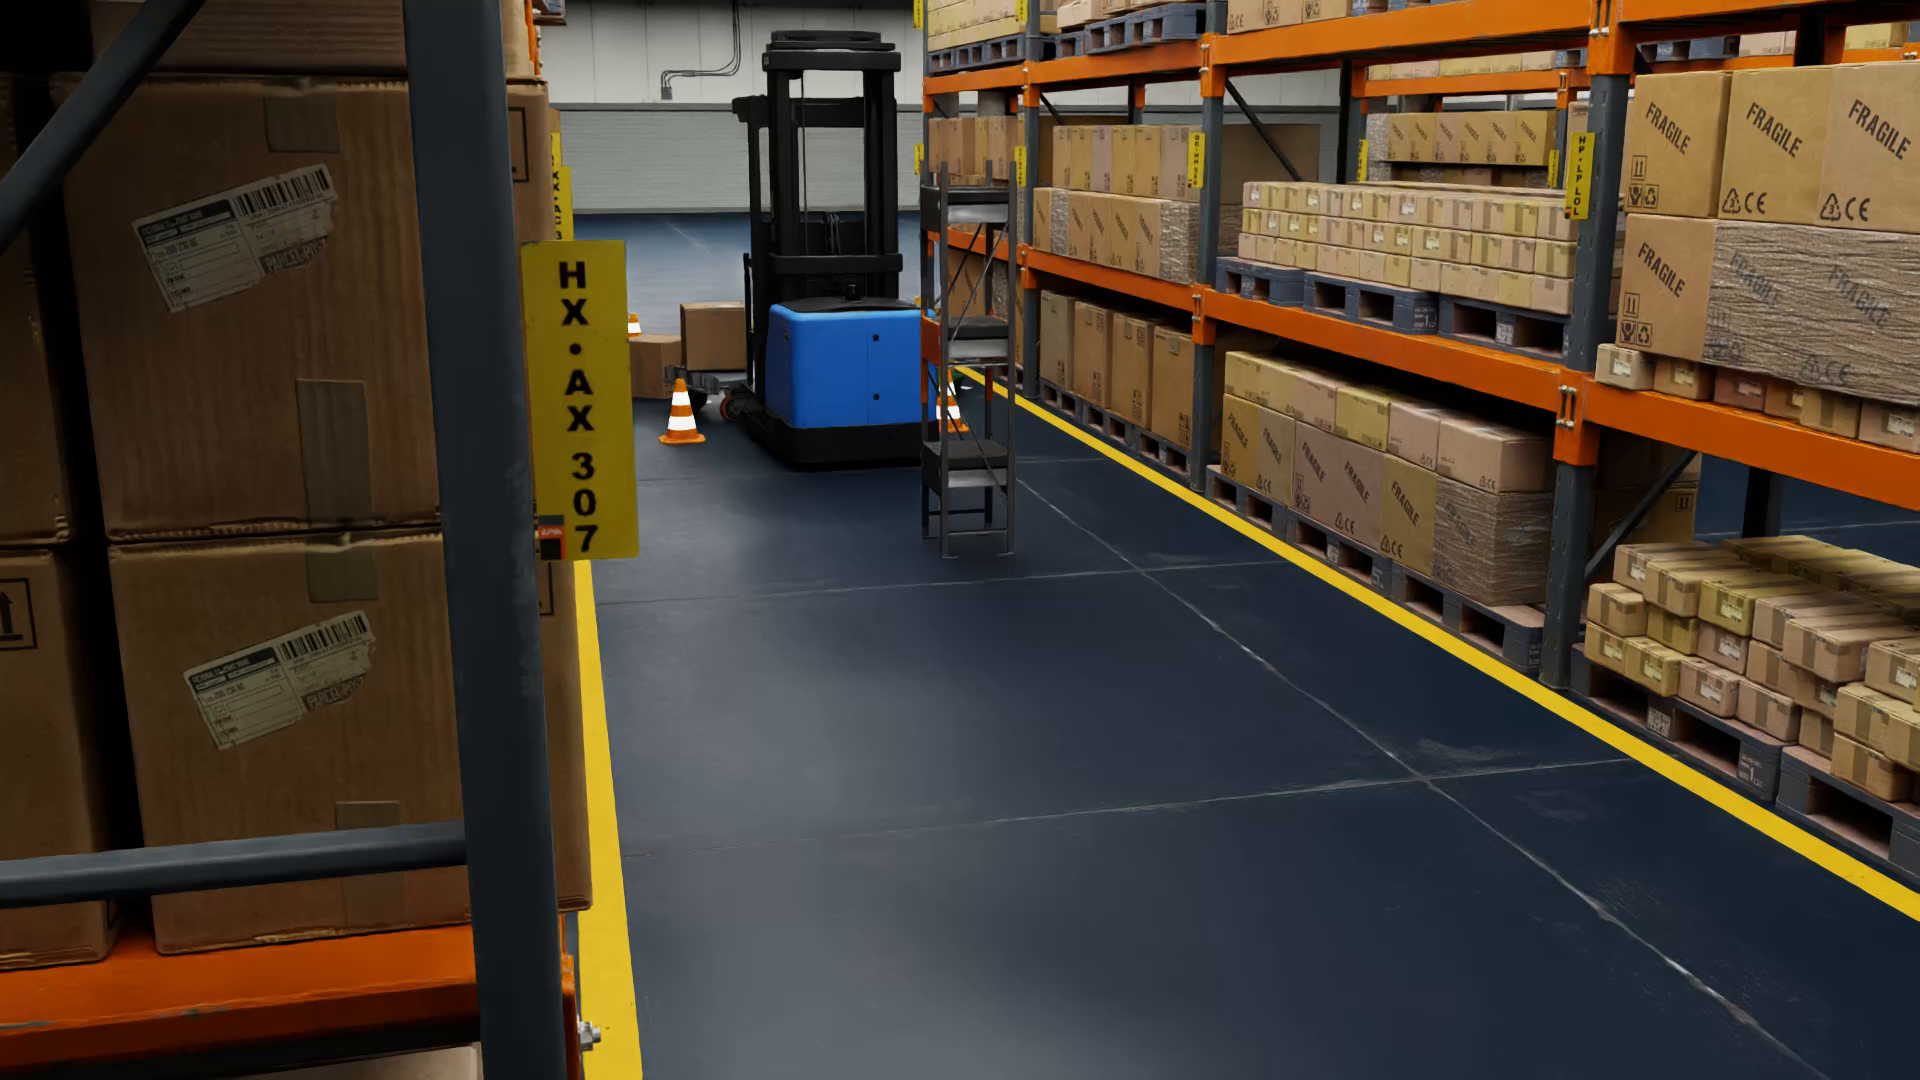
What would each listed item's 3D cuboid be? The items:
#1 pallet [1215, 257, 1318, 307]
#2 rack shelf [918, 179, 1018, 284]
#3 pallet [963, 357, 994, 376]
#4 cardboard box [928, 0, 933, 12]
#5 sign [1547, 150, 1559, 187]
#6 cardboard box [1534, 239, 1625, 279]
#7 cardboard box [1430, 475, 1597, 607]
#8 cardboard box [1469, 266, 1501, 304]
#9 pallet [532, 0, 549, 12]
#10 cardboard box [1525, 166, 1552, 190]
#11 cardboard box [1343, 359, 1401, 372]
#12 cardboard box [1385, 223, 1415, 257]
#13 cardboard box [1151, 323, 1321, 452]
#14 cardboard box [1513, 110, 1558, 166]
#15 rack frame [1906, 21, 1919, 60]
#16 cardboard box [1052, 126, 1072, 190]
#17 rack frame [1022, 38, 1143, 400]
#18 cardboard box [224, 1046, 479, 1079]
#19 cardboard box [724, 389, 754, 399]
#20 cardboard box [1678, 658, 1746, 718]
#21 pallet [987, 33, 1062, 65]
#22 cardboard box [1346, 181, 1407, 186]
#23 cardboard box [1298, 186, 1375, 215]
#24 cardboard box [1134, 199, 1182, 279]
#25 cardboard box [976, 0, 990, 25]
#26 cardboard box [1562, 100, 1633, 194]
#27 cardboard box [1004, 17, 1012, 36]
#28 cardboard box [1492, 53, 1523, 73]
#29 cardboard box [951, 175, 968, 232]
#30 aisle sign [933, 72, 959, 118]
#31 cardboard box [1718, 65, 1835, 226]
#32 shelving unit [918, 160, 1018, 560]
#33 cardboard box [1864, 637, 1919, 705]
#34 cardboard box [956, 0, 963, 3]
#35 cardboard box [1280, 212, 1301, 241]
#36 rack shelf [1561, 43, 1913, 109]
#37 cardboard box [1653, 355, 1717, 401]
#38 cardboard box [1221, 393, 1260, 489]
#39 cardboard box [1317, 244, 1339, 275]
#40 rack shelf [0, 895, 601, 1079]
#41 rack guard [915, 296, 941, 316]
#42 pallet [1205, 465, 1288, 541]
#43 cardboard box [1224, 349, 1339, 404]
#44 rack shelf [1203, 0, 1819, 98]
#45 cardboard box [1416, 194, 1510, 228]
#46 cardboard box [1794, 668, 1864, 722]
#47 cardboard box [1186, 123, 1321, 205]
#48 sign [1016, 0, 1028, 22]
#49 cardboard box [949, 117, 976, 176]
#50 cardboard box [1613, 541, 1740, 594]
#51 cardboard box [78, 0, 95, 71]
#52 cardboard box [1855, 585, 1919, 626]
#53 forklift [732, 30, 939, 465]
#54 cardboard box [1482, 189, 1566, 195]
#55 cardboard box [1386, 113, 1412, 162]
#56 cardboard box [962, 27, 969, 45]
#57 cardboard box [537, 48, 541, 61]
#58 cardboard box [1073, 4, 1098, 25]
[{"bbox_3d":[2.256,-1.543,9.825,1.213,0.211,1.003,-3,14,-13],"label":"pallet"},{"bbox_3d":[0.039,-1.649,8.859,0.431,0.518,0.480,-3,14,-13],"label":"rack shelf"},{"bbox_3d":[0.653,-1.824,16.449,1.003,0.211,1.213,-3,14,-13],"label":"pallet"},{"bbox_3d":[-0.124,-5.520,17.135,0.380,0.149,0.250,-3,14,-13],"label":"cardboard box"},{"bbox_3d":[5.365,-3.359,15.031,0.100,0.325,0.005,-3,14,-13],"label":"sign"},{"bbox_3d":[2.640,-1.179,6.950,0.380,0.149,0.250,-3,14,-11],"label":"cardboard box"},{"bbox_3d":[2.506,-0.018,7.562,0.500,0.500,0.500,-4,14,-14],"label":"cardboard box"},{"bbox_3d":[2.521,-1.152,7.465,0.380,0.149,0.250,-3,14,-13],"label":"cardboard box"},{"bbox_3d":[-2.334,-2.457,7.242,1.003,0.211,1.213,-3,14,-11],"label":"pallet"},{"bbox_3d":[5.845,-3.271,15.656,0.875,0.500,0.500,-3,14,-13],"label":"cardboard box"},{"bbox_3d":[2.530,-0.889,9.549,0.500,0.250,0.500,-3,14,-12],"label":"cardboard box"},{"bbox_3d":[2.326,-1.483,8.193,0.380,0.149,0.250,-3,14,-13],"label":"cardboard box"},{"bbox_3d":[1.930,-1.051,11.264,1.050,0.750,0.750,-3,14,-14],"label":"cardboard box"},{"bbox_3d":[5.518,-3.738,15.461,0.500,0.500,0.500,-3,14,-13],"label":"cardboard box"},{"bbox_3d":[6.830,-2.047,11.487,1.000,3.000,0.127,-3,14,-13],"label":"rack frame"},{"bbox_3d":[1.168,-3.137,13.630,0.700,0.500,0.500,-4,14,-14],"label":"cardboard box"},{"bbox_3d":[1.046,-2.717,14.228,1.000,3.000,0.127,-3,14,-13],"label":"rack frame"},{"bbox_3d":[-1.176,1.244,2.527,0.875,0.438,0.875,-4,14,-15],"label":"cardboard box"},{"bbox_3d":[-1.847,-1.397,14.587,0.396,0.266,0.258,10,17,35],"label":"cardboard box"},{"bbox_3d":[2.870,0.527,6.071,0.380,0.149,0.250,-3,14,-13],"label":"cardboard box"},{"bbox_3d":[0.864,-4.320,14.658,1.003,0.211,1.213,-3,14,-13],"label":"pallet"},{"bbox_3d":[2.546,-2.078,10.002,0.380,0.149,0.250,-4,14,-15],"label":"cardboard box"},{"bbox_3d":[2.086,-1.868,9.144,0.380,0.149,0.250,-4,14,-16],"label":"cardboard box"},{"bbox_3d":[1.503,-2.047,11.275,0.500,0.500,0.500,-3,14,-13],"label":"cardboard box"},{"bbox_3d":[0.447,-4.830,15.149,0.500,0.250,0.500,-3,14,-14],"label":"cardboard box"},{"bbox_3d":[5.942,-3.275,14.361,1.000,1.000,1.000,-3,14,-13],"label":"cardboard box"},{"bbox_3d":[0.590,-4.429,14.349,0.380,0.149,0.250,-3,14,-12],"label":"cardboard box"},{"bbox_3d":[5.418,-4.566,15.793,0.500,0.250,0.500,-3,14,-12],"label":"cardboard box"},{"bbox_3d":[0.398,-3.368,16.576,0.875,0.550,0.550,-3,14,-13],"label":"cardboard box"},{"bbox_3d":[-0.202,-4.902,17.695,0.394,0.787,0.004,-3,14,-13],"label":"aisle sign"},{"bbox_3d":[2.931,-1.314,5.541,0.500,0.500,0.500,-4,14,-15],"label":"cardboard box"},{"bbox_3d":[0.039,-0.982,9.022,0.431,2.100,0.503,-3,14,-13],"label":"shelving unit"},{"bbox_3d":[3.127,0.414,5.280,0.380,0.149,0.250,-4,14,-16],"label":"cardboard box"},{"bbox_3d":[0.173,-5.227,15.934,0.380,0.149,0.250,-3,14,-14],"label":"cardboard box"},{"bbox_3d":[2.035,-1.774,9.387,0.380,0.149,0.250,-4,14,-15],"label":"cardboard box"},{"bbox_3d":[6.361,-3.617,13.105,1.077,0.370,4.000,-3,14,-13],"label":"rack shelf"},{"bbox_3d":[2.806,-0.610,6.135,0.380,0.149,0.250,-3,14,-12],"label":"cardboard box"},{"bbox_3d":[1.904,-0.607,9.972,0.500,0.500,0.500,-4,14,-16],"label":"cardboard box"},{"bbox_3d":[2.151,-1.514,8.949,0.380,0.149,0.250,-3,14,-11],"label":"cardboard box"},{"bbox_3d":[-1.393,0.239,3.646,1.077,0.370,4.000,-3,14,-13],"label":"rack shelf"},{"bbox_3d":[0.101,-2.431,18.325,1.175,0.500,0.348,-3,14,-13],"label":"rack guard"},{"bbox_3d":[2.168,-0.259,10.044,1.003,0.211,1.213,-3,14,-13],"label":"pallet"},{"bbox_3d":[1.912,-0.976,9.903,0.500,0.250,0.500,-4,14,-16],"label":"cardboard box"},{"bbox_3d":[2.455,-2.441,8.292,1.077,0.370,4.000,-3,14,-13],"label":"rack shelf"},{"bbox_3d":[2.402,-1.563,7.897,0.380,0.149,0.250,-4,14,-15],"label":"cardboard box"},{"bbox_3d":[3.040,0.501,5.551,0.380,0.149,0.250,-3,14,-11],"label":"cardboard box"},{"bbox_3d":[1.890,-2.433,10.747,0.700,0.500,0.500,-3,14,-13],"label":"cardboard box"},{"bbox_3d":[0.507,-4.433,13.673,0.100,0.325,0.005,-3,14,-13],"label":"sign"},{"bbox_3d":[0.374,-3.891,16.442,0.875,0.550,0.550,-3,14,-13],"label":"cardboard box"},{"bbox_3d":[2.804,0.111,6.520,0.380,0.149,0.250,-3,14,-11],"label":"cardboard box"},{"bbox_3d":[-0.869,-0.653,2.095,0.380,0.149,0.250,-3,14,-12],"label":"cardboard box"},{"bbox_3d":[3.411,0.266,5.887,0.380,0.149,0.250,-3,14,-11],"label":"cardboard box"},{"bbox_3d":[-1.065,-2.248,12.451,1.130,2.935,3.031,-4,14,-17],"label":"forklift"},{"bbox_3d":[2.908,-1.719,8.535,0.380,0.149,0.250,-3,14,-11],"label":"cardboard box"},{"bbox_3d":[4.926,-4.314,17.820,0.500,0.500,0.500,-3,14,-13],"label":"cardboard box"},{"bbox_3d":[0.232,-4.781,15.789,0.380,0.149,0.250,-3,14,-13],"label":"cardboard box"},{"bbox_3d":[-3.794,-4.141,14.265,0.380,0.149,0.250,-4,14,-14],"label":"cardboard box"},{"bbox_3d":[1.048,-4.052,12.805,0.250,0.149,0.380,-3,14,-13],"label":"cardboard box"}]
